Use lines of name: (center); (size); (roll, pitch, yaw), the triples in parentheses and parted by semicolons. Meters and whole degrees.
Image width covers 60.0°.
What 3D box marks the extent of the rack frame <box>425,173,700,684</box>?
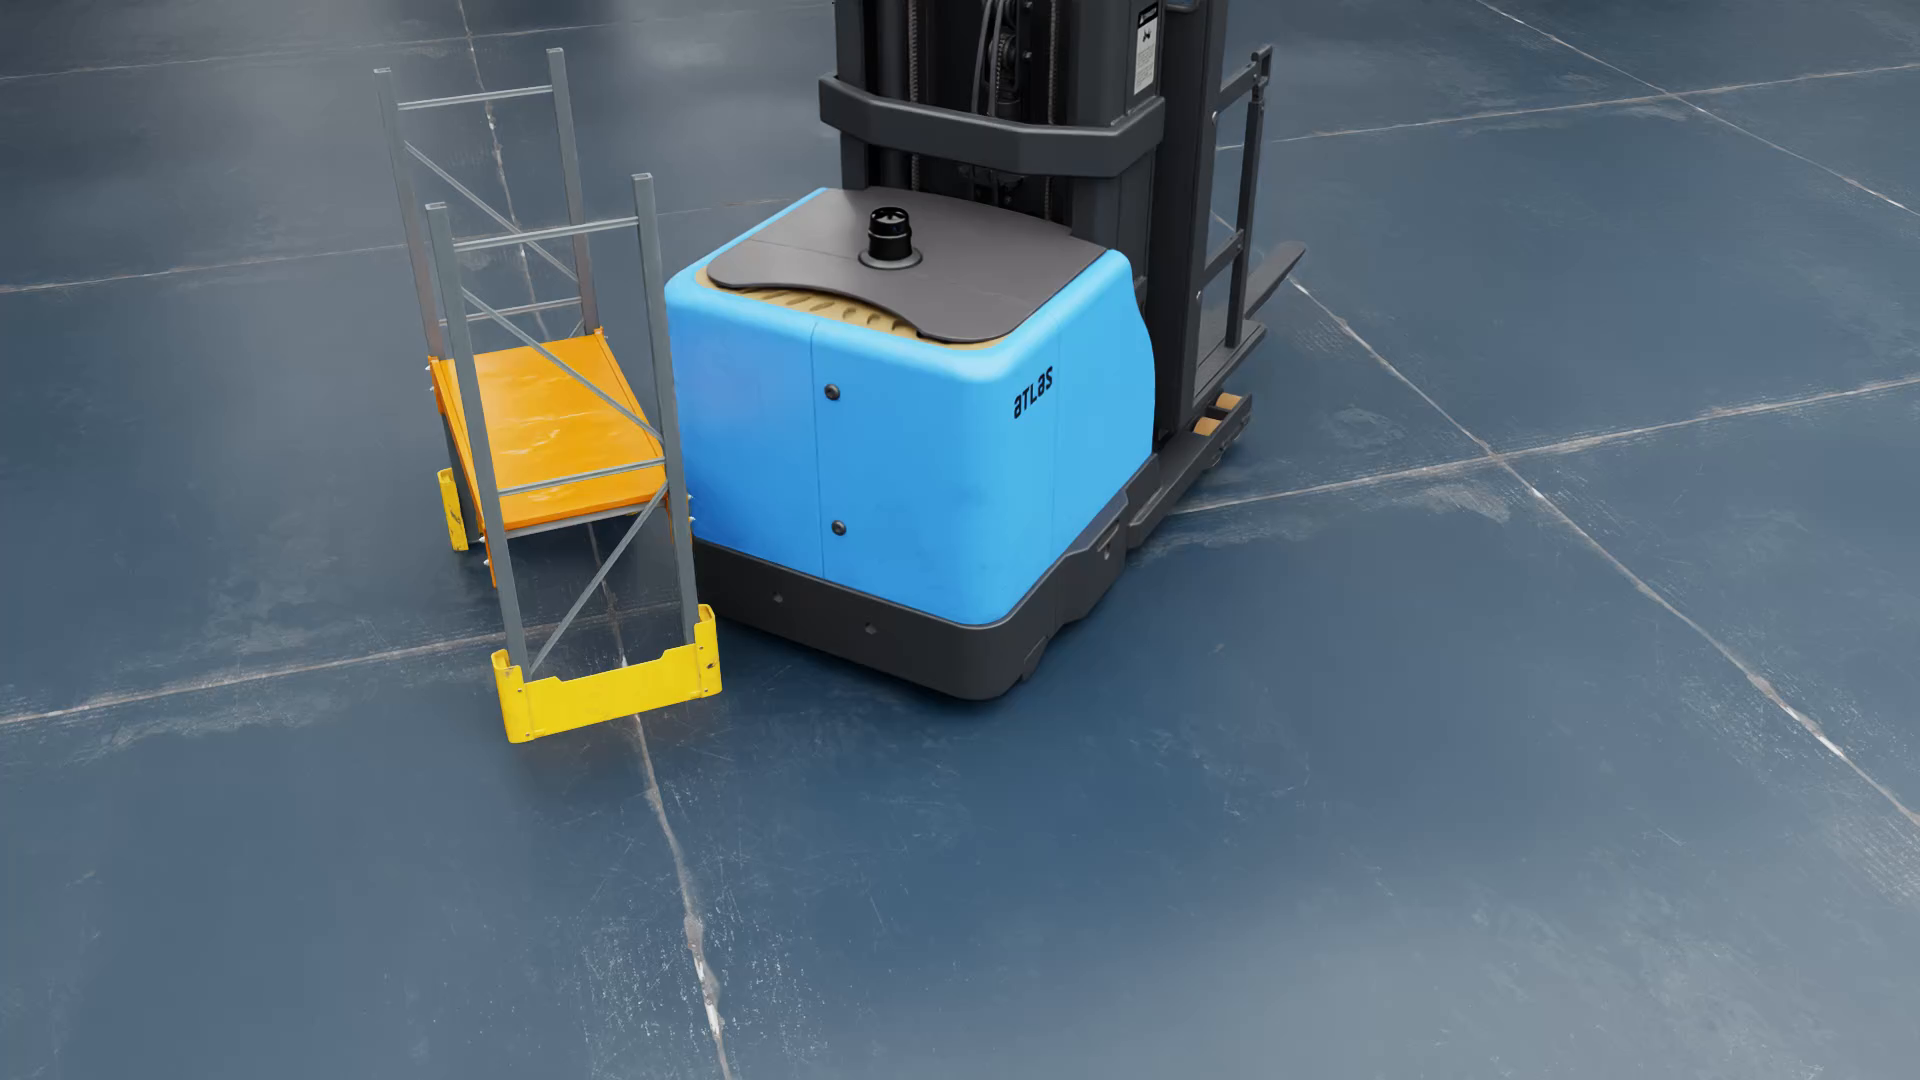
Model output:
rack frame: (-0.935, -0.153, 4.122); (0.500, 1.500, 0.032); (-13, 36, -19)

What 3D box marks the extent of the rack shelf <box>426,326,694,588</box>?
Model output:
rack shelf: (-1.130, -0.262, 4.613); (0.538, 0.185, 1.000); (-13, 36, -19)

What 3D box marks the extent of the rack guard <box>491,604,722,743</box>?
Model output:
rack guard: (-0.942, 0.358, 4.481); (0.587, 0.250, 0.087); (-13, 36, -19)

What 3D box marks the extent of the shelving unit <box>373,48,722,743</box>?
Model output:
shelving unit: (-1.133, -0.417, 4.521); (0.587, 1.500, 1.083); (-13, 36, -19)

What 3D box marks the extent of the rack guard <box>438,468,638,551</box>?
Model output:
rack guard: (-1.324, -0.149, 5.249); (0.587, 0.250, 0.087); (-13, 36, -19)

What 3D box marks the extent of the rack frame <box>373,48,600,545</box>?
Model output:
rack frame: (-1.324, -0.671, 4.905); (0.500, 1.500, 0.032); (-13, 36, -19)

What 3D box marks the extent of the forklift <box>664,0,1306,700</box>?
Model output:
forklift: (0.356, -1.581, 4.984); (1.130, 2.935, 3.031); (17, 37, 24)
